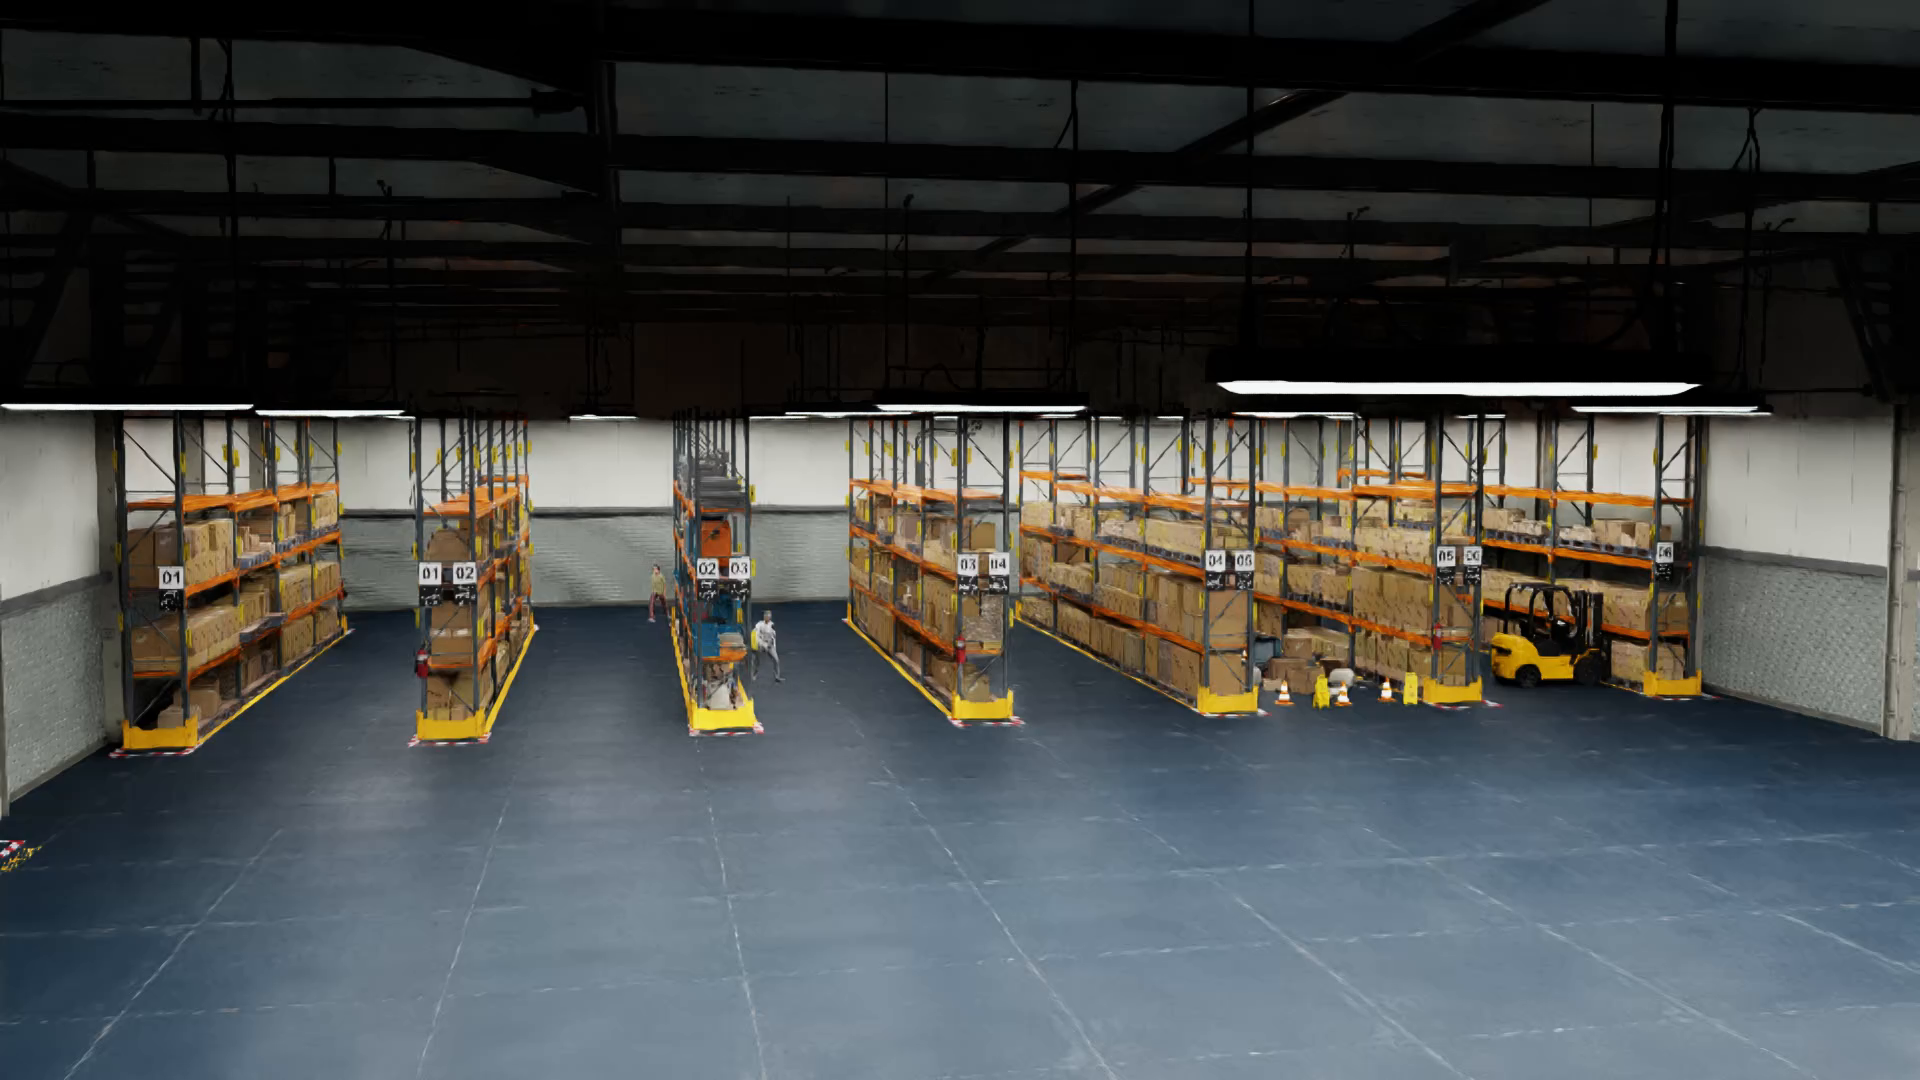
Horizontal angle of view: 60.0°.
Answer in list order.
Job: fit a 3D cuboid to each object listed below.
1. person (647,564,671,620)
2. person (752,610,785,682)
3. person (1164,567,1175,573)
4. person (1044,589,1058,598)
[{"bbox_3d":[-8.700,1.501,48.065,0.491,1.610,0.955,1,4,10],"label":"person"},{"bbox_3d":[-4.279,2.316,36.510,0.643,1.612,0.794,-2,5,-29],"label":"person"},{"bbox_3d":[5.995,1.424,47.809,0.491,1.784,0.648,-1,4,-16],"label":"person"},{"bbox_3d":[2.798,1.180,51.652,0.613,1.755,0.560,2,4,25],"label":"person"}]
